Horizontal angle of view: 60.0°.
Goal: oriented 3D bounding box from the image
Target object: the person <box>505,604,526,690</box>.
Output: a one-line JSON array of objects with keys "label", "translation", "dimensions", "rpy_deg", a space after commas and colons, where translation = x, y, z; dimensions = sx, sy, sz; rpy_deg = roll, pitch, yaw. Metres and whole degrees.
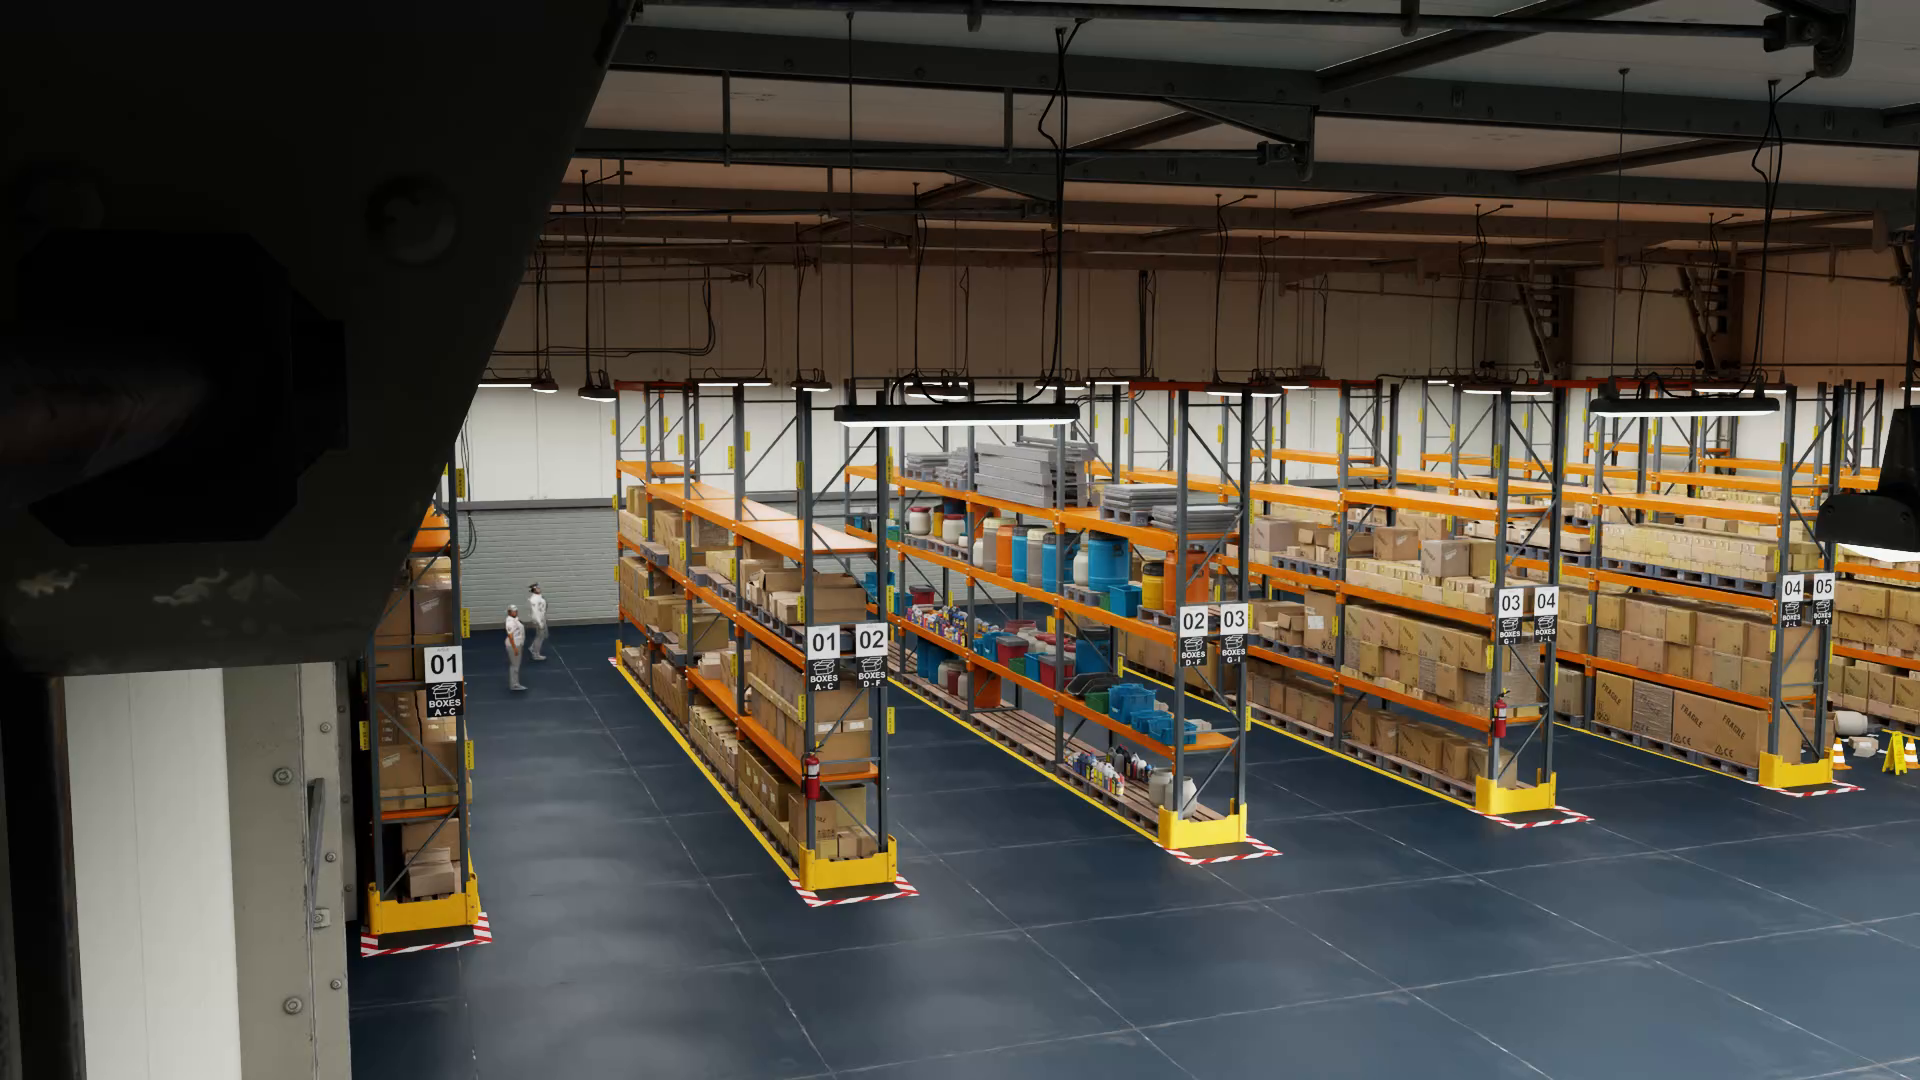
[{"label": "person", "translation": [-8.646, 2.095, 32.387], "dimensions": [0.405, 1.701, 0.517], "rpy_deg": [-1, 6, -14]}]

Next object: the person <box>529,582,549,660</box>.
[{"label": "person", "translation": [-9.012, 1.717, 35.557], "dimensions": [0.439, 1.677, 0.498], "rpy_deg": [-2, 6, -18]}]
